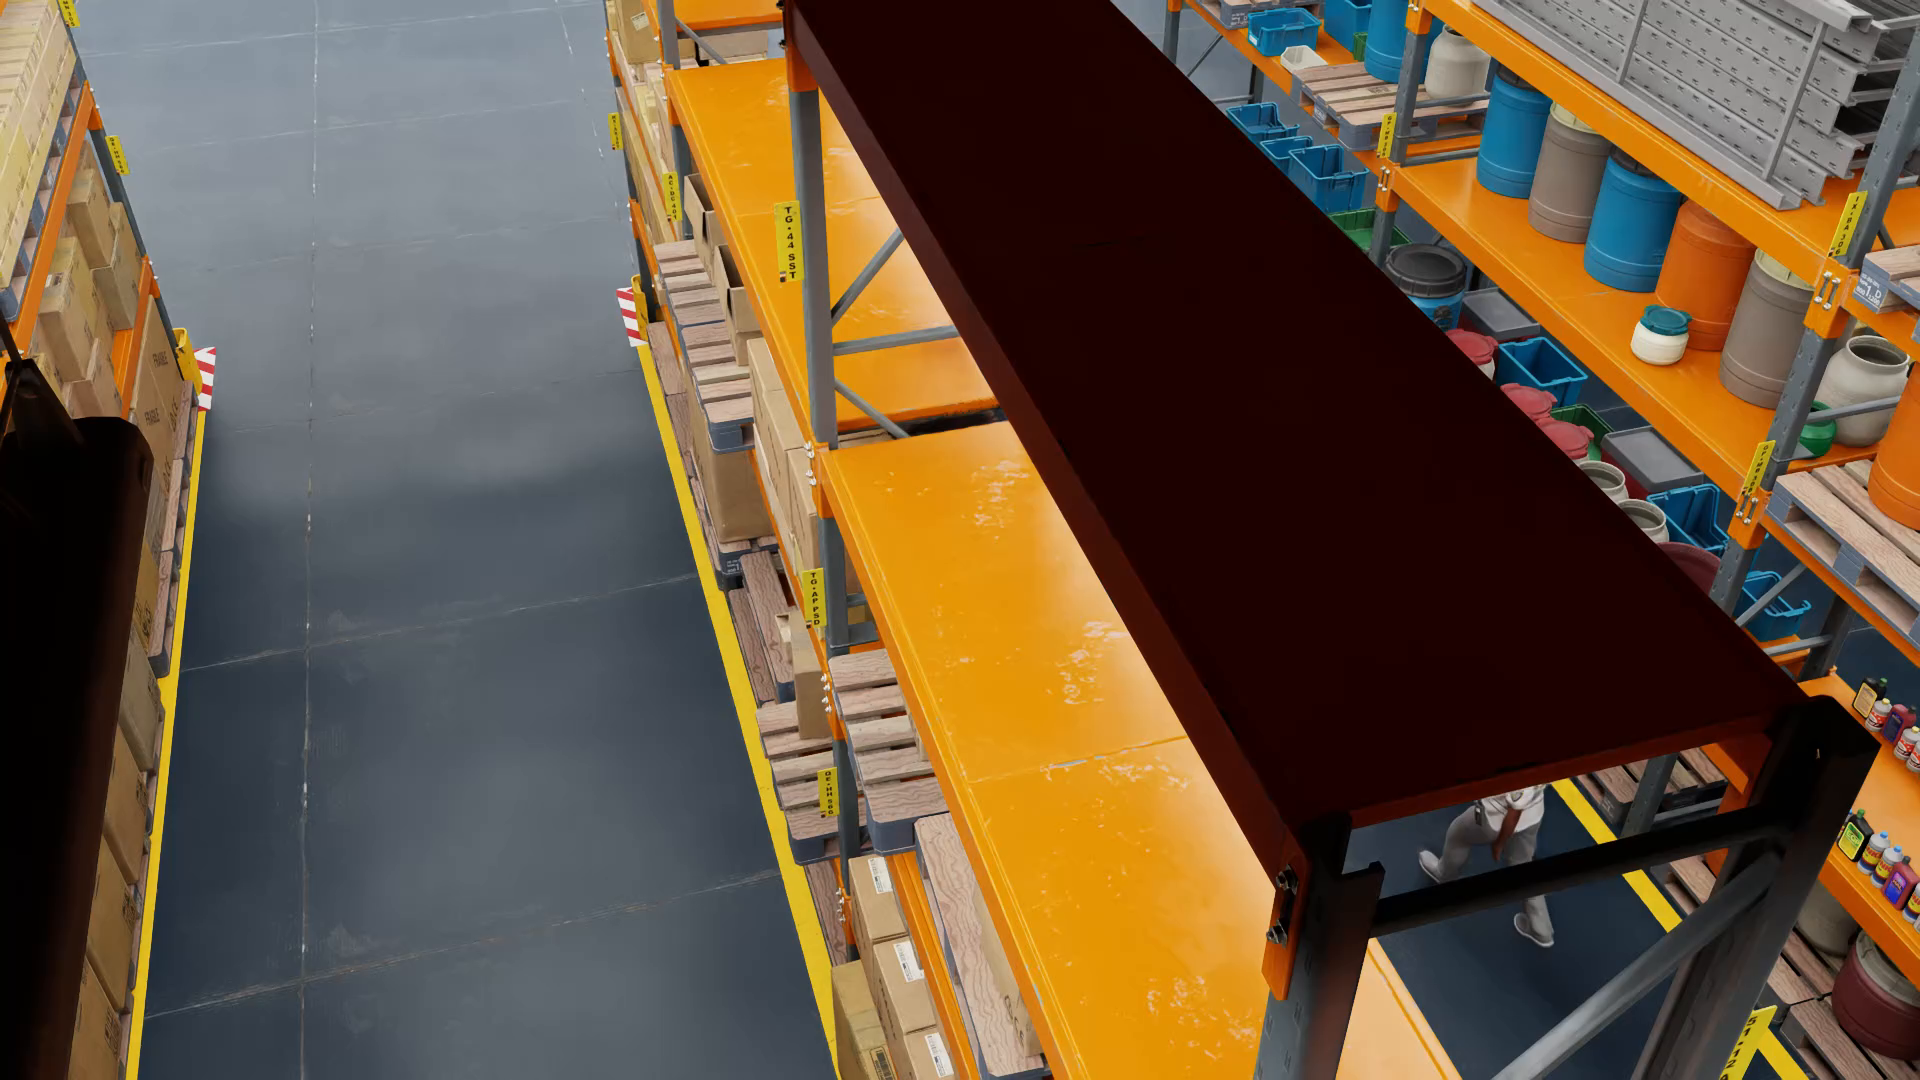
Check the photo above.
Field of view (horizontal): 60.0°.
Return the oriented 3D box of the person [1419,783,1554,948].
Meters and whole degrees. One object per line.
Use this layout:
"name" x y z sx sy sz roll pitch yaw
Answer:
"person" 3.094 1.533 9.350 0.441 1.651 0.937 -17 41 -20
